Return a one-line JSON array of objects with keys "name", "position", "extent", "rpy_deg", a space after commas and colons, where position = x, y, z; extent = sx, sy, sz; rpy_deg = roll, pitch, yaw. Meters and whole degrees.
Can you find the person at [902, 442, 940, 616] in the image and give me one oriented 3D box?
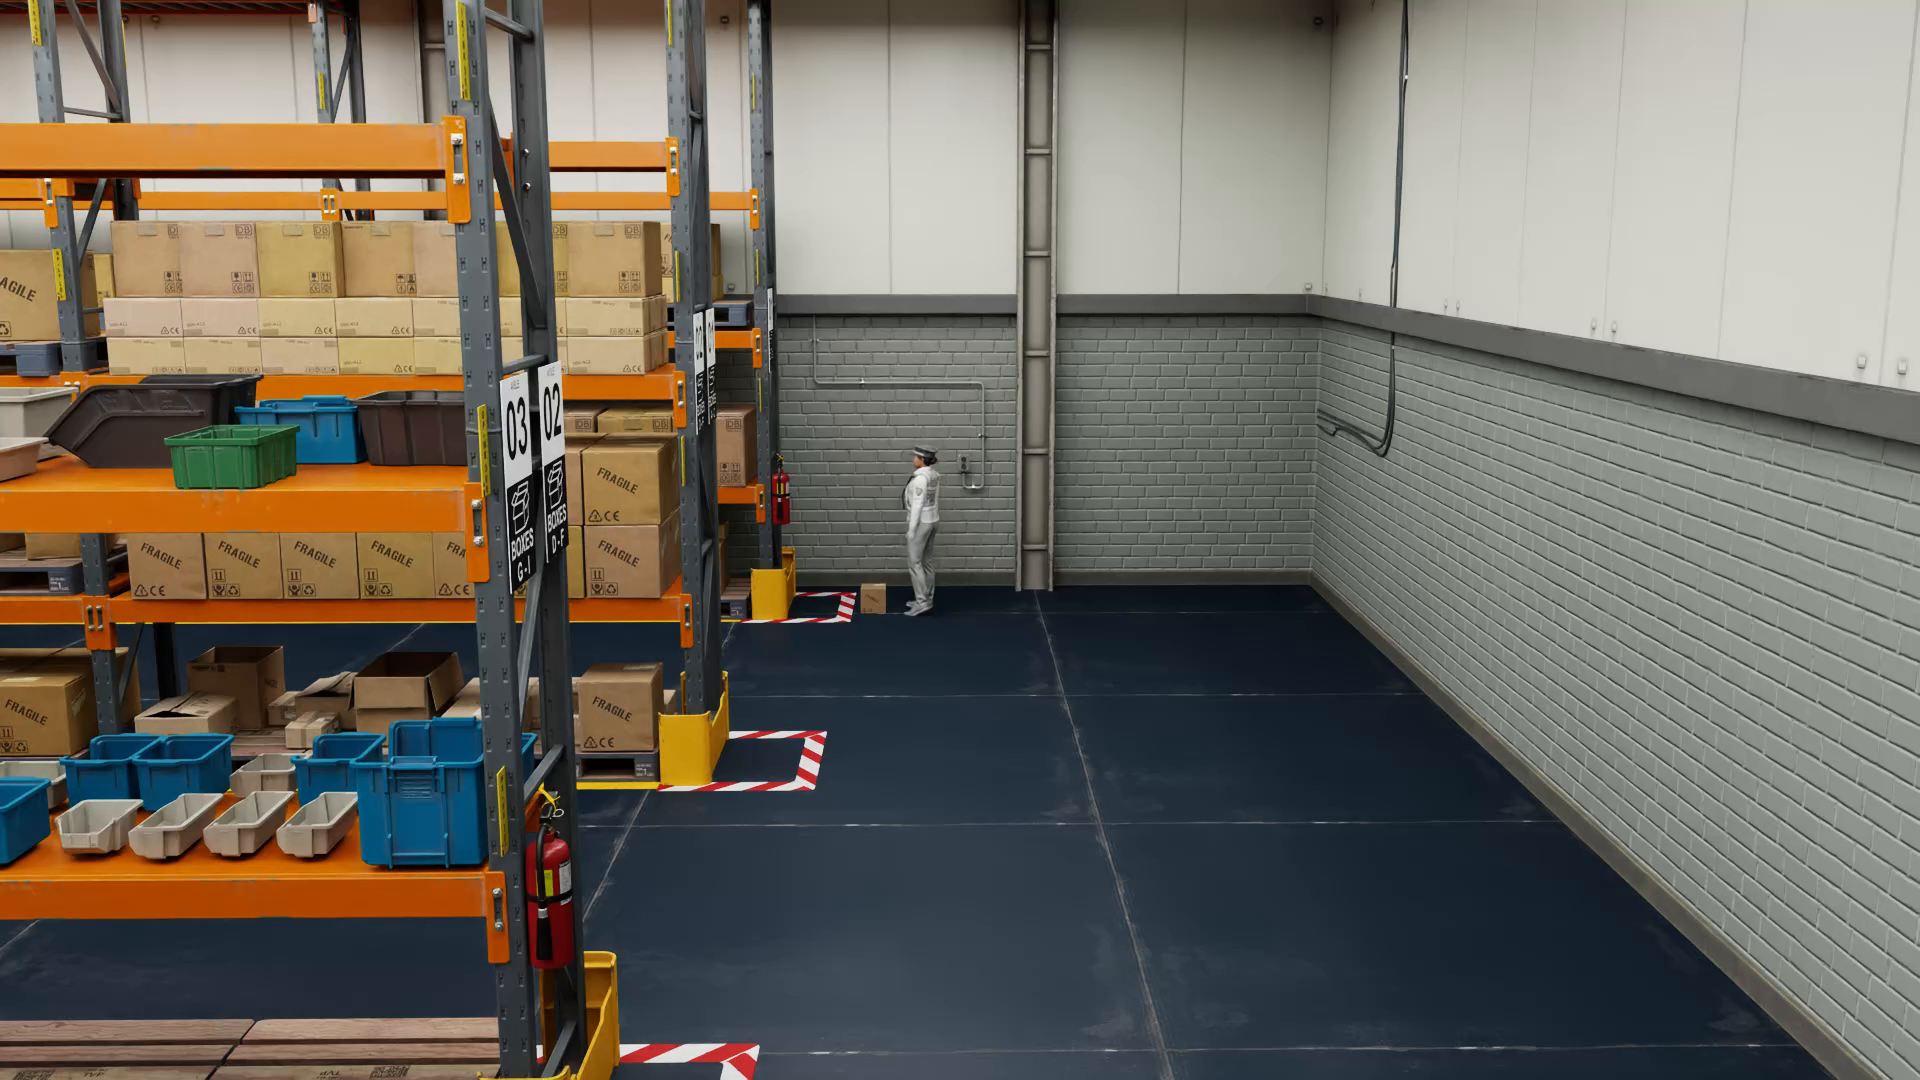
[{"name": "person", "position": [-0.400, -0.117, 16.512], "extent": [0.362, 1.715, 0.544], "rpy_deg": [3, 11, 18]}]
